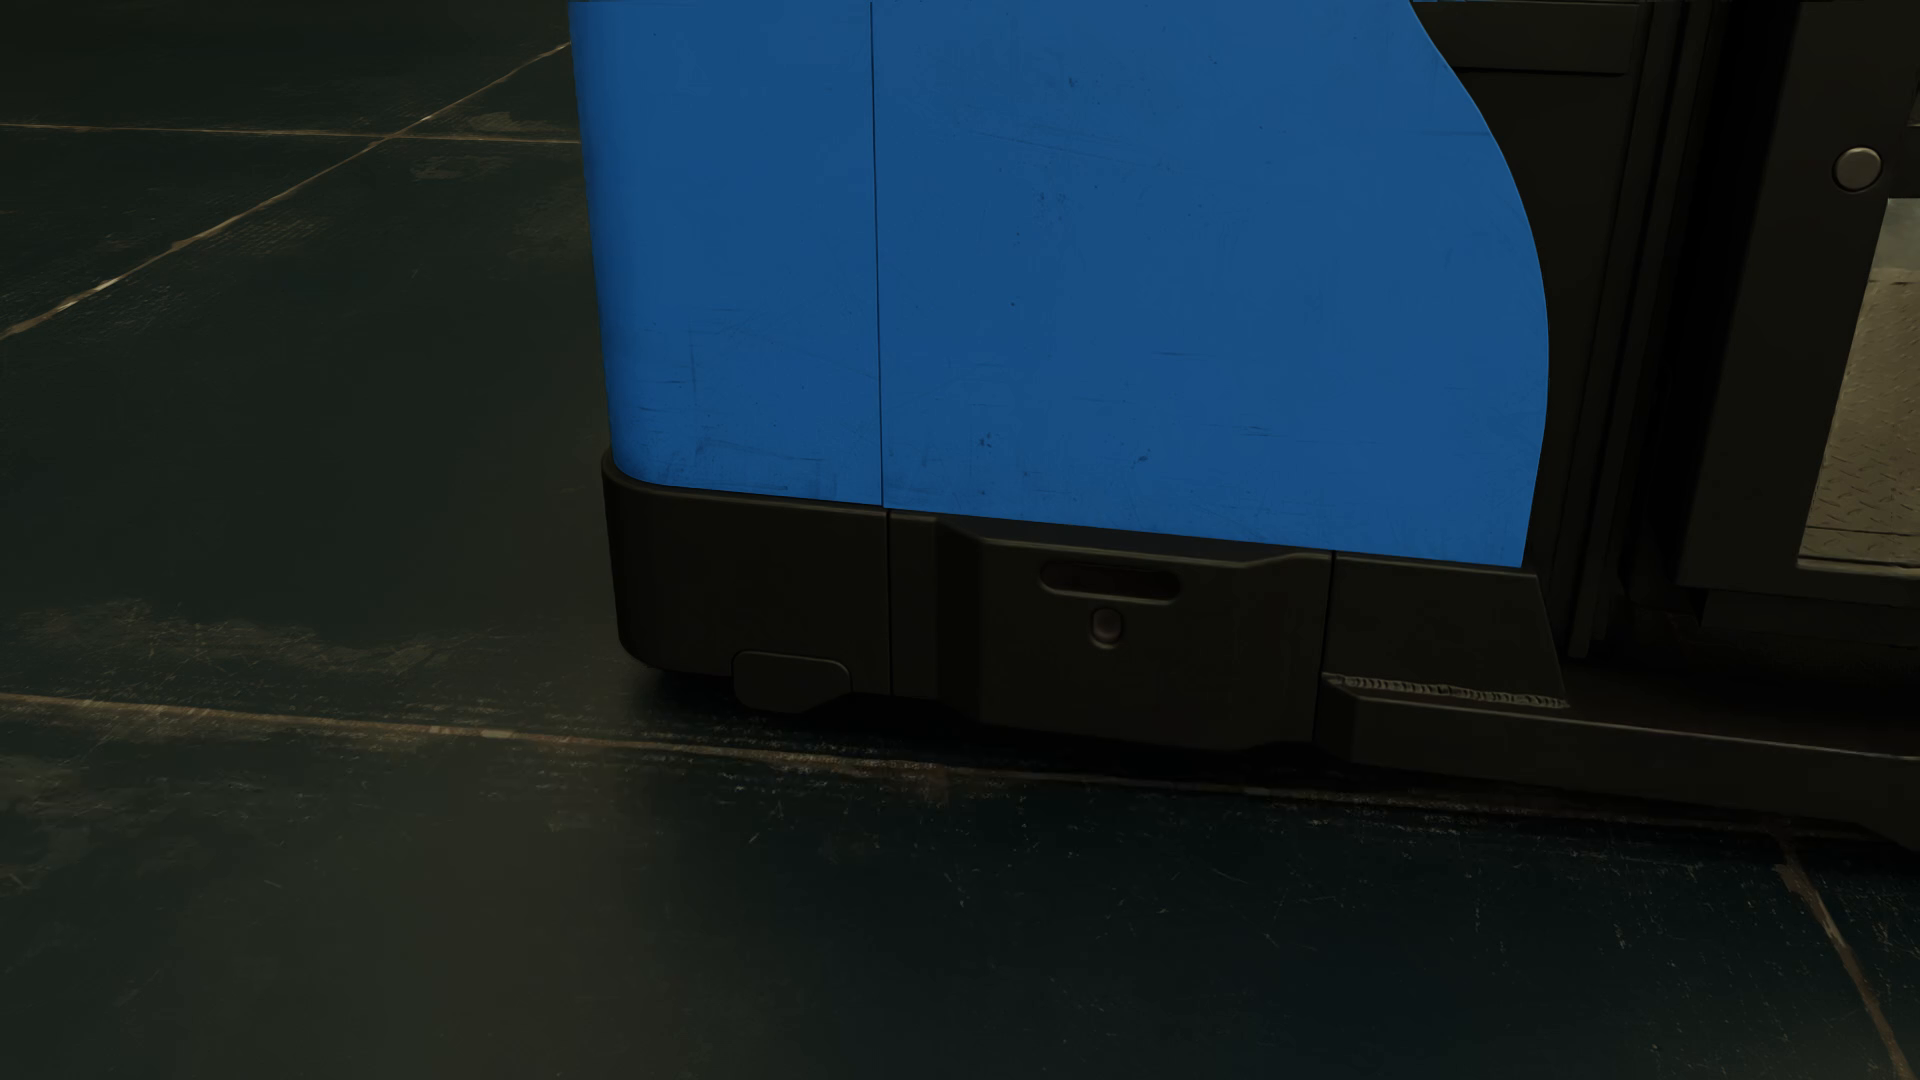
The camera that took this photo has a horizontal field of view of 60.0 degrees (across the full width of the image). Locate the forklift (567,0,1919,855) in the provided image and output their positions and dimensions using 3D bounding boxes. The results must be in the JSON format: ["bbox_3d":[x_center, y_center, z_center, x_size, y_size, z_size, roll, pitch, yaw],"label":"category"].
[{"bbox_3d":[1.140,-1.182,1.587,3.031,2.935,1.130,6,27,11],"label":"forklift"}]
